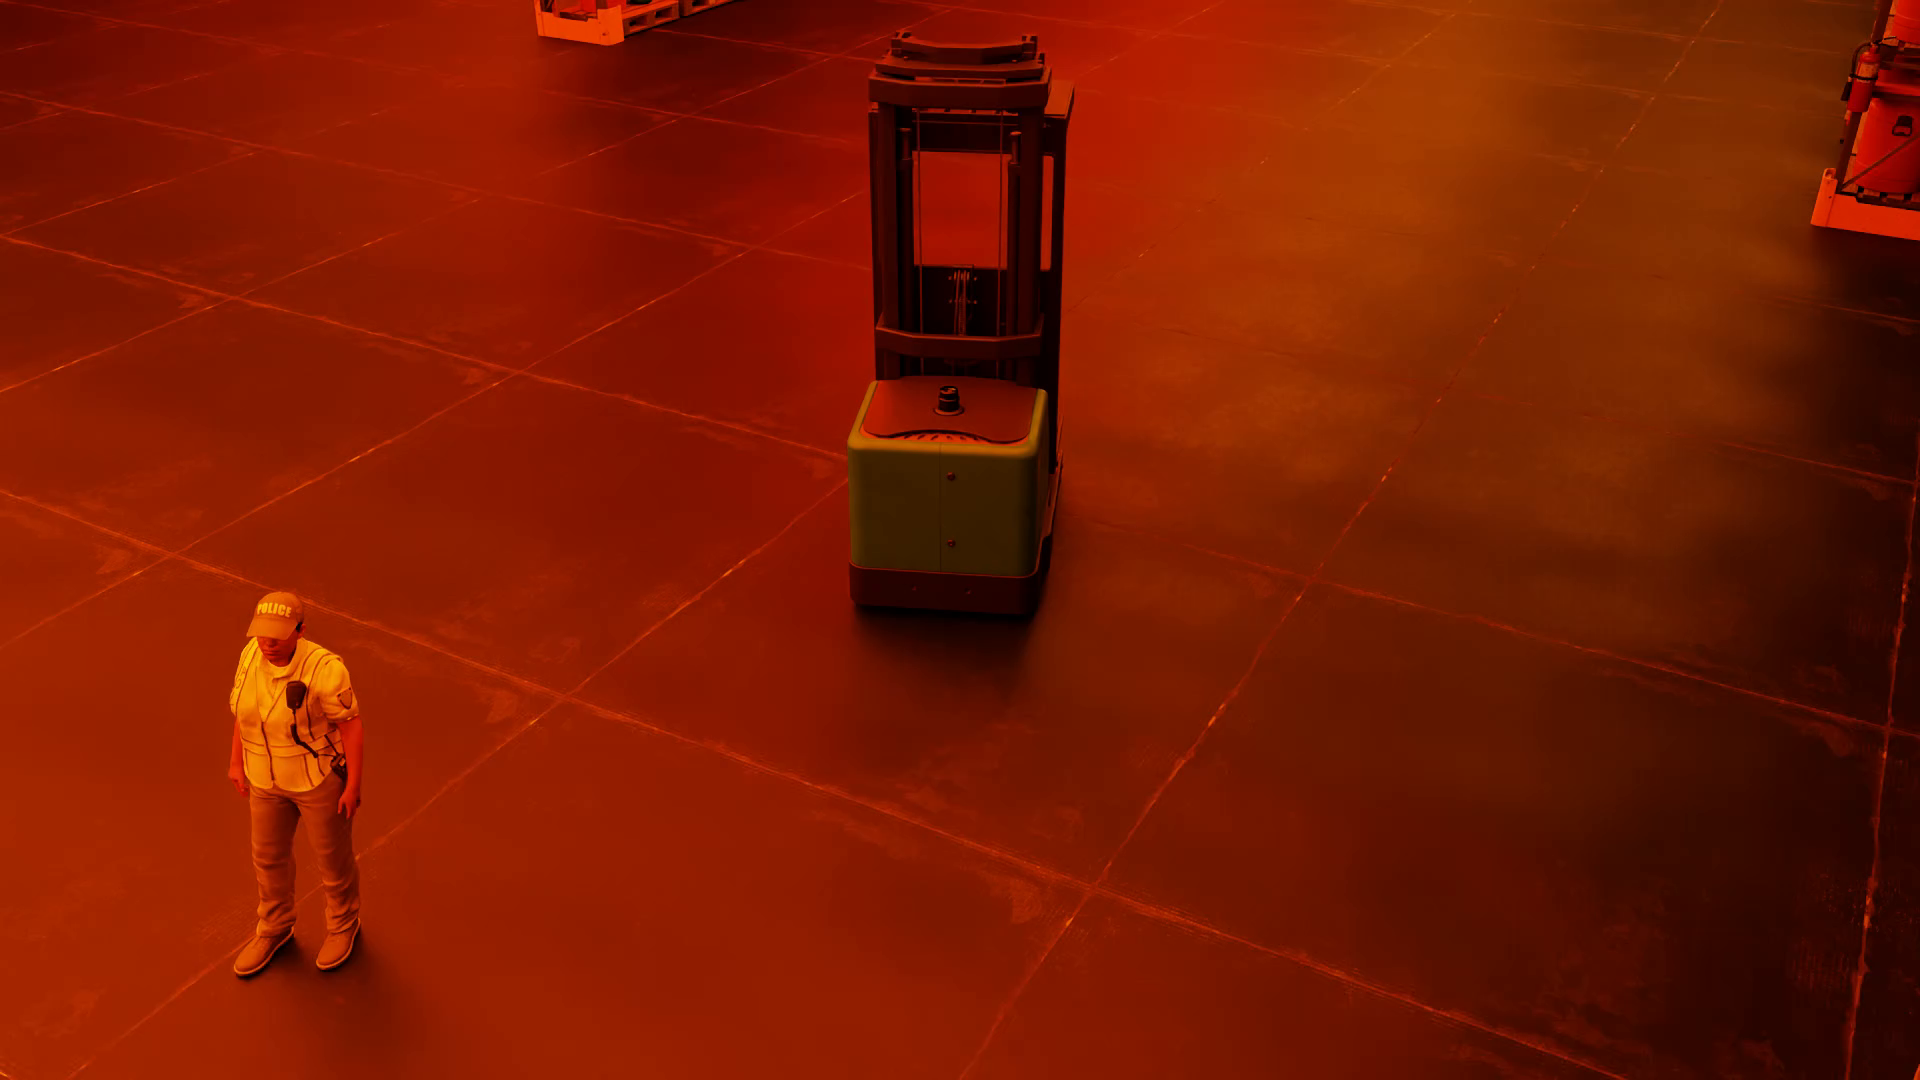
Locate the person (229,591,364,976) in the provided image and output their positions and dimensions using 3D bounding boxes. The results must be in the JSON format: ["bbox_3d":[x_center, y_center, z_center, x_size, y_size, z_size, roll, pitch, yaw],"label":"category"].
[{"bbox_3d":[-2.676,0.982,6.619,0.598,1.670,0.529,6,31,11],"label":"person"}]

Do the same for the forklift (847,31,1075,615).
[{"bbox_3d":[0.072,-1.572,9.794,1.130,2.935,3.031,3,30,6],"label":"forklift"}]
